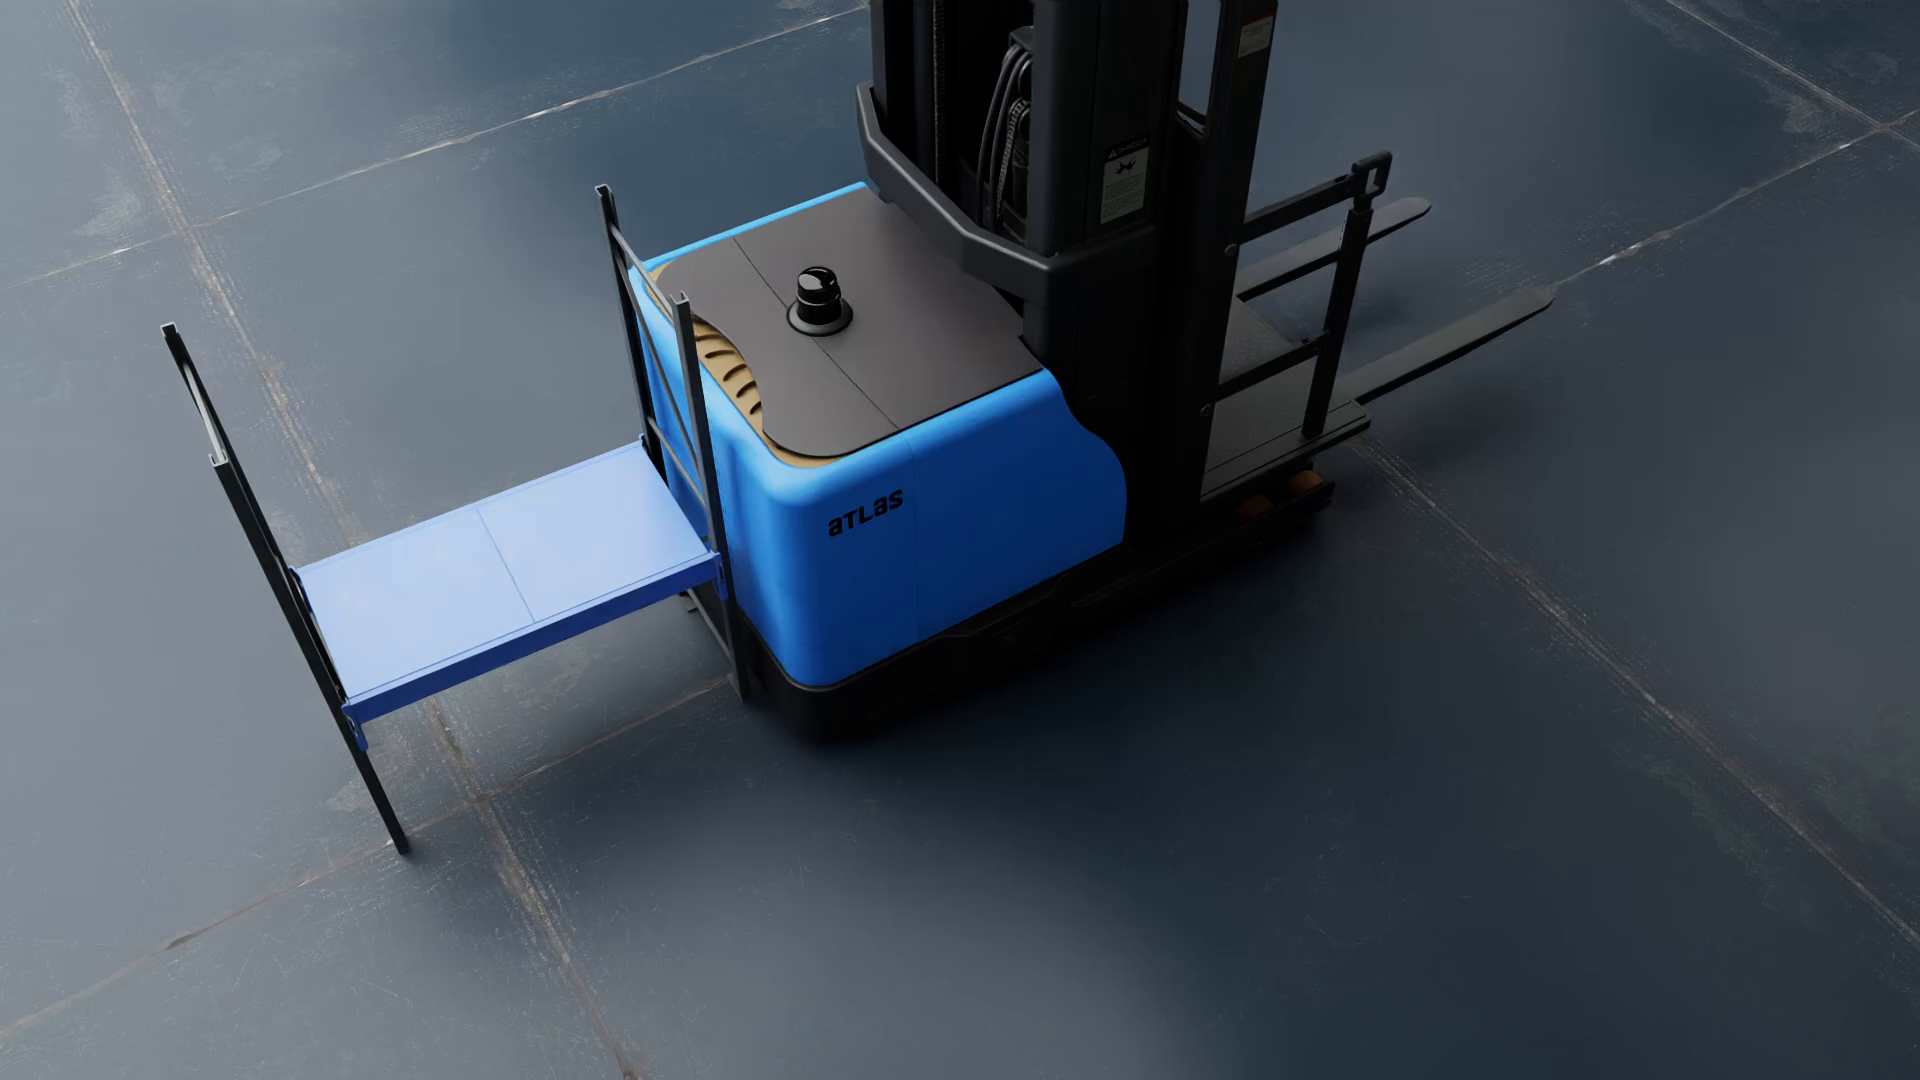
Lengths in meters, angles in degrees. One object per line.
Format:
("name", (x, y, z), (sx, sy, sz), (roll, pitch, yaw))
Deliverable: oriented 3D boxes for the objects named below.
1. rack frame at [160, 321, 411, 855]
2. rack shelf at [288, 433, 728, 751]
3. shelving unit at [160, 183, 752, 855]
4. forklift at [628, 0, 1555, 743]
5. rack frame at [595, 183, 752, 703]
("rack frame", (-1.625, 0.183, 4.082), (0.032, 1.500, 0.500), (-23, 52, -19))
("rack shelf", (-1.184, 0.115, 4.384), (1.000, 0.185, 0.538), (-23, 52, -19))
("shelving unit", (-1.184, -0.005, 4.250), (1.048, 1.500, 0.538), (-23, 52, -19))
("forklift", (0.582, -1.265, 4.414), (3.031, 2.935, 1.130), (-25, 53, -21))
("rack frame", (-0.742, -0.193, 4.418), (0.032, 1.500, 0.500), (-23, 52, -19))
